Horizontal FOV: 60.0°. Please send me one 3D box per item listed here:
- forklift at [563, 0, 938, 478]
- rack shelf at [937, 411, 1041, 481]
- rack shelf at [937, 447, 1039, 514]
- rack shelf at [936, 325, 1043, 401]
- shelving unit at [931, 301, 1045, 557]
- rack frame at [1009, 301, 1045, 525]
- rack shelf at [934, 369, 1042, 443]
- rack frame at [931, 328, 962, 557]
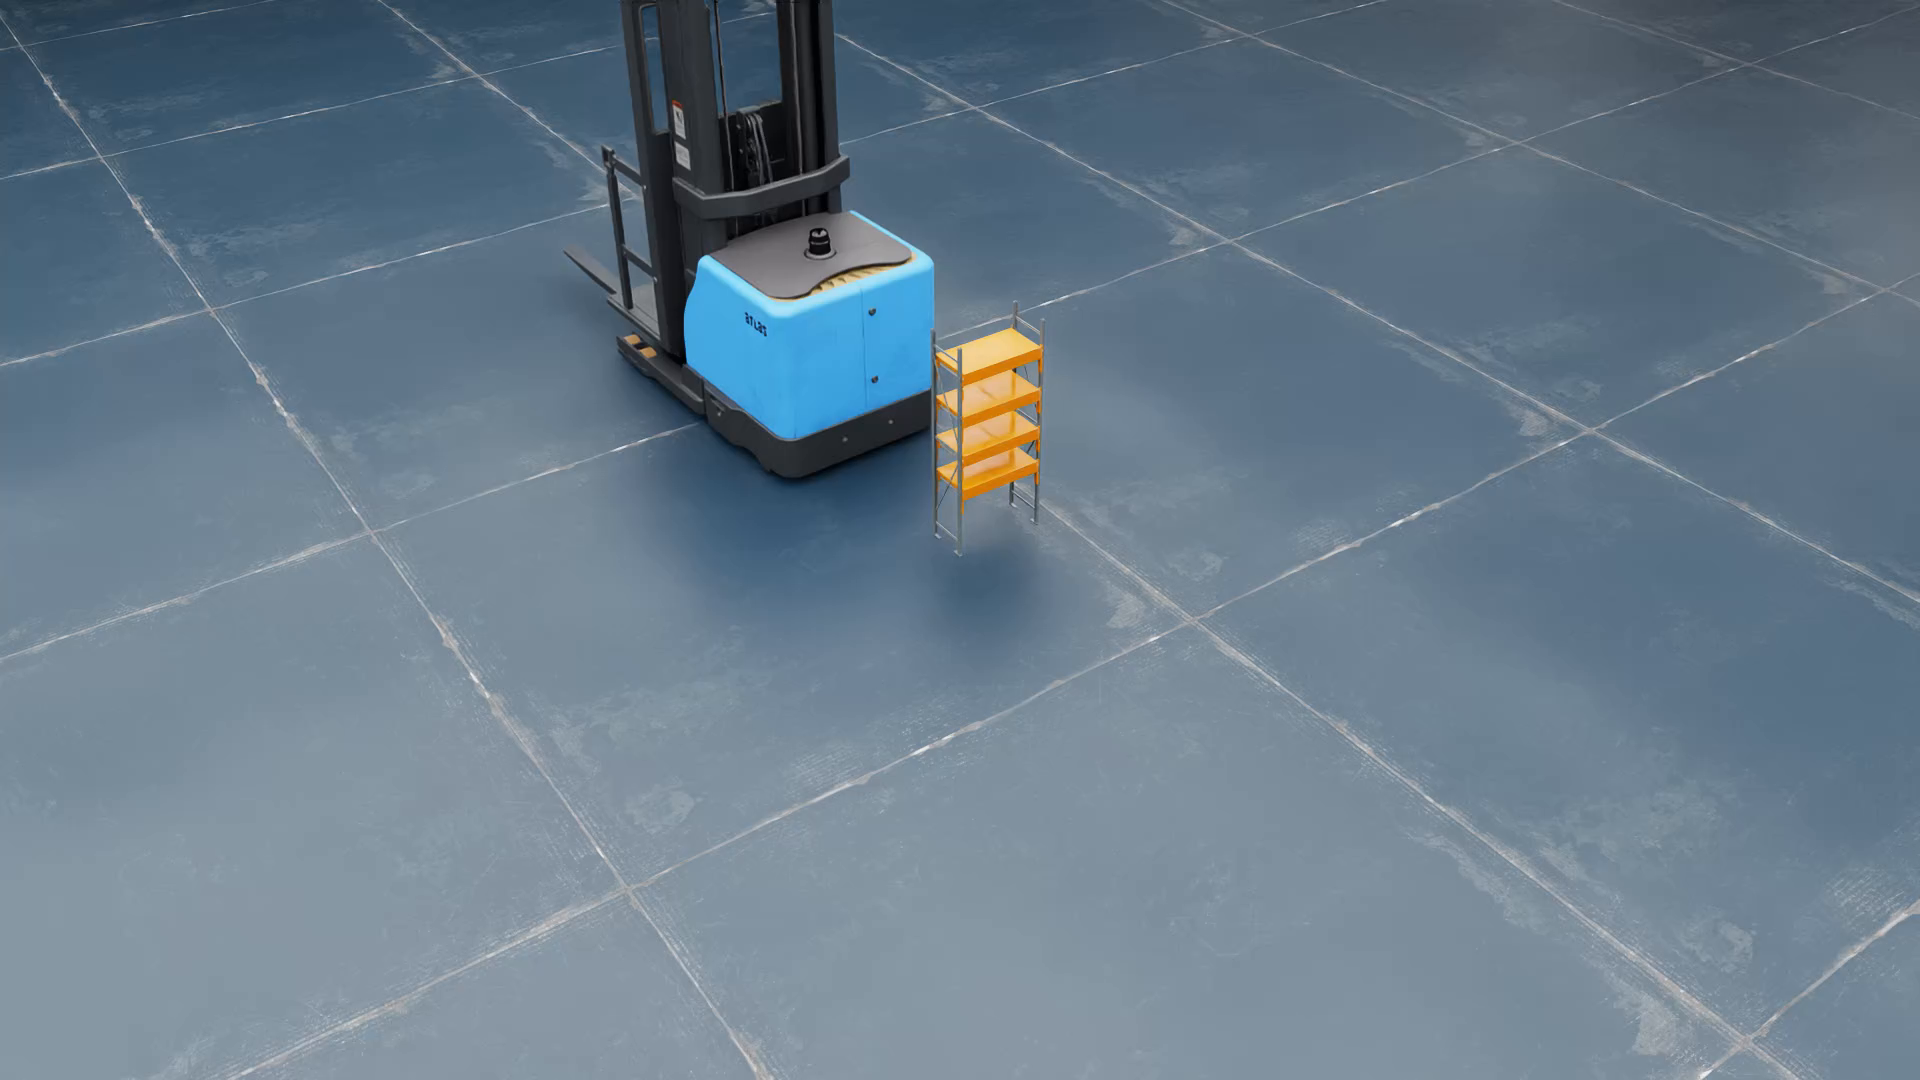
[{"bbox_3d":[-1.411,-2.327,9.289,1.130,2.935,3.031,-24,42,-29],"label":"forklift"},{"bbox_3d":[0.135,-0.488,8.330,0.480,0.148,0.258,-22,41,-28],"label":"rack shelf"},{"bbox_3d":[0.135,-0.327,8.446,0.480,0.148,0.258,-22,41,-28],"label":"rack shelf"},{"bbox_3d":[0.135,-0.862,8.061,0.480,0.148,0.258,-22,41,-28],"label":"rack shelf"},{"bbox_3d":[0.135,-0.543,8.290,0.503,1.200,0.258,-22,41,-28],"label":"shelving unit"},{"bbox_3d":[0.335,-0.625,8.405,0.015,1.200,0.240,-22,41,-28],"label":"rack frame"},{"bbox_3d":[0.135,-0.670,8.199,0.480,0.148,0.258,-22,41,-28],"label":"rack shelf"},{"bbox_3d":[-0.064,-0.461,8.176,0.015,1.200,0.240,-22,41,-28],"label":"rack frame"}]
